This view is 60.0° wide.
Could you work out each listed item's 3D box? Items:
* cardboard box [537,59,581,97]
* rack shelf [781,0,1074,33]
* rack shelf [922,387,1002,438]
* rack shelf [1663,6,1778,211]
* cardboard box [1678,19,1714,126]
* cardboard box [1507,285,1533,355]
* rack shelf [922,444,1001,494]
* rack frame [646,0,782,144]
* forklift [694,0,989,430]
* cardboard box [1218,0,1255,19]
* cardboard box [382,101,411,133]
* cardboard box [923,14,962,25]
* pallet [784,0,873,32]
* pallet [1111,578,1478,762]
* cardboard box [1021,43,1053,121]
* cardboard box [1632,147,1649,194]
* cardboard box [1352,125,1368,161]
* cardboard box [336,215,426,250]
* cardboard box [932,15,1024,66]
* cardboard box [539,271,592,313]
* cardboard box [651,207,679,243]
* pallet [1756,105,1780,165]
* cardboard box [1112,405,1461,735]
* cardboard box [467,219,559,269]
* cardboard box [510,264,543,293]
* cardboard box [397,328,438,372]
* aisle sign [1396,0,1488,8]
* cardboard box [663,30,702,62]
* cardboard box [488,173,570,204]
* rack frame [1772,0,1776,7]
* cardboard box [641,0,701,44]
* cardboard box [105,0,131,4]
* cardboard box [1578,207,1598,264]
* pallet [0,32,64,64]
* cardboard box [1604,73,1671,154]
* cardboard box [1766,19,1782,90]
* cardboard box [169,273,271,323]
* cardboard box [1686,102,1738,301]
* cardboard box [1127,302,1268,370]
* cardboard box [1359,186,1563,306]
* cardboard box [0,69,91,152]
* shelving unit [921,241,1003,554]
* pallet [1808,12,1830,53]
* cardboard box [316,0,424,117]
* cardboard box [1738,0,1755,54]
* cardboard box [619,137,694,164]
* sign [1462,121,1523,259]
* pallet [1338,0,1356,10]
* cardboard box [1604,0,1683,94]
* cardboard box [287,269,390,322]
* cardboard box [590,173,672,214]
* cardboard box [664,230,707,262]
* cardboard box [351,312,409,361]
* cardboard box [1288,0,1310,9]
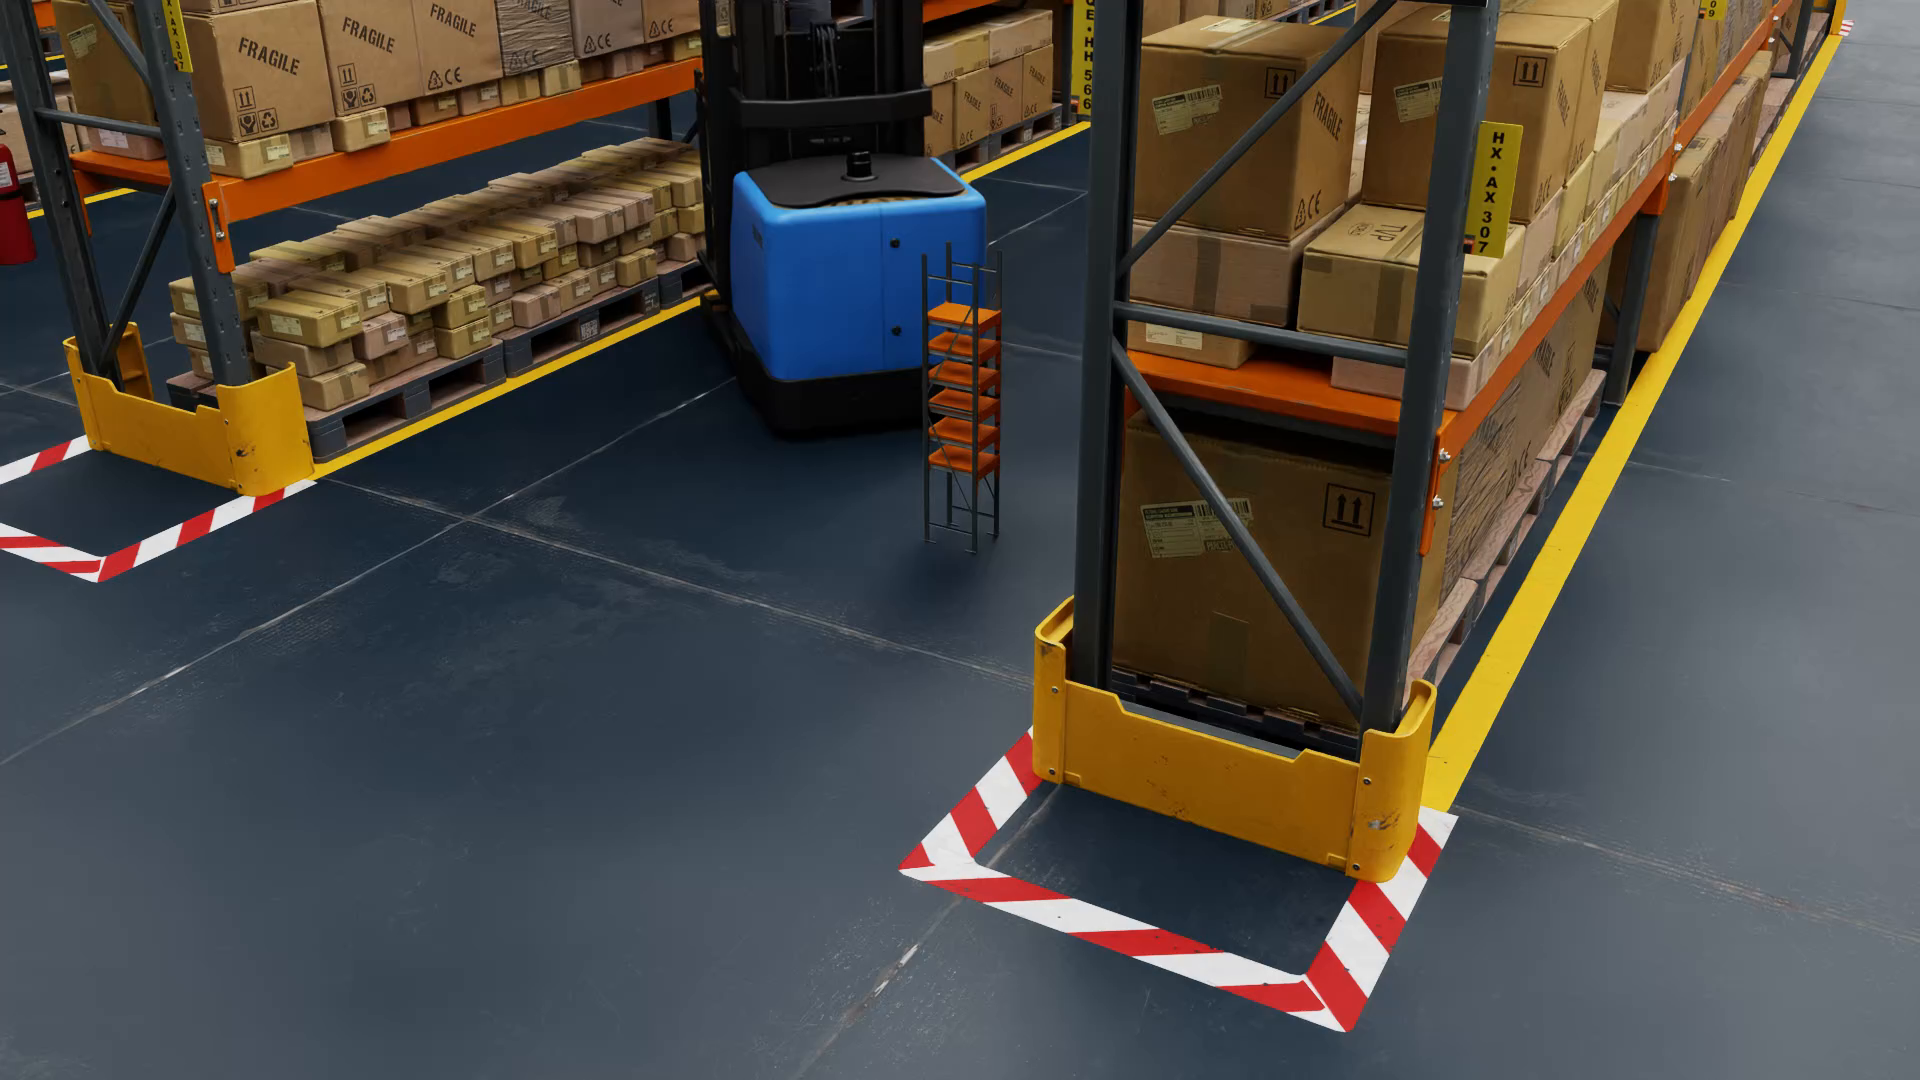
[{"bbox_3d":[-2.133,-2.339,8.352,0.380,0.149,0.250,15,30,27],"label":"cardboard box"},{"bbox_3d":[-0.506,-3.697,11.588,1.077,0.370,4.000,14,30,26],"label":"rack shelf"},{"bbox_3d":[0.007,-0.502,6.513,0.258,0.103,0.180,14,30,26],"label":"rack shelf"},{"bbox_3d":[3.763,-2.566,9.328,1.077,0.370,4.000,14,30,26],"label":"rack shelf"},{"bbox_3d":[3.223,-2.277,7.835,0.500,0.500,0.500,14,30,26],"label":"cardboard box"},{"bbox_3d":[1.523,-0.702,5.083,0.380,0.149,0.250,13,30,25],"label":"cardboard box"},{"bbox_3d":[0.007,-0.288,6.620,0.258,0.103,0.180,14,30,26],"label":"rack shelf"},{"bbox_3d":[-1.490,-3.239,9.870,1.000,3.000,0.127,14,30,26],"label":"rack frame"},{"bbox_3d":[-0.789,-2.451,8.372,1.130,2.935,3.031,-8,28,-15],"label":"forklift"},{"bbox_3d":[2.219,-5.277,15.985,1.050,0.750,0.750,14,30,26],"label":"cardboard box"},{"bbox_3d":[-2.737,-1.955,7.585,0.380,0.149,0.250,16,31,28],"label":"cardboard box"},{"bbox_3d":[-0.322,-3.791,12.457,0.500,0.250,0.500,14,30,25],"label":"cardboard box"},{"bbox_3d":[-0.987,-3.419,10.444,1.003,0.211,1.213,14,30,26],"label":"pallet"},{"bbox_3d":[1.136,0.369,5.777,1.003,0.211,1.213,14,30,26],"label":"pallet"},{"bbox_3d":[0.382,-3.554,12.823,0.500,0.500,0.500,14,30,26],"label":"cardboard box"},{"bbox_3d":[2.534,-1.504,6.684,0.380,0.149,0.250,15,30,27],"label":"cardboard box"},{"bbox_3d":[1.318,-1.258,5.748,0.500,0.250,0.500,13,29,24],"label":"cardboard box"},{"bbox_3d":[-2.961,-1.540,8.526,0.380,0.149,0.250,15,30,28],"label":"cardboard box"},{"bbox_3d":[0.131,-3.680,12.236,0.500,0.250,0.500,15,30,27],"label":"cardboard box"},{"bbox_3d":[-2.172,-1.333,8.778,0.380,0.149,0.250,14,30,26],"label":"cardboard box"},{"bbox_3d":[-1.816,-1.800,9.378,0.380,0.149,0.250,14,30,27],"label":"cardboard box"},{"bbox_3d":[5.733,-3.198,12.902,1.003,0.211,1.213,14,30,26],"label":"pallet"},{"bbox_3d":[1.056,-0.054,5.411,0.875,0.875,0.875,14,30,26],"label":"cardboard box"},{"bbox_3d":[-2.274,-1.506,8.459,0.380,0.149,0.250,15,30,27],"label":"cardboard box"},{"bbox_3d":[-2.383,-1.399,8.576,0.380,0.149,0.250,16,31,29],"label":"cardboard box"},{"bbox_3d":[-2.748,-0.946,8.004,0.380,0.149,0.250,15,30,27],"label":"cardboard box"},{"bbox_3d":[1.037,-1.617,3.726,0.394,0.787,0.004,14,30,26],"label":"aisle sign"},{"bbox_3d":[-1.642,-2.749,9.171,0.380,0.149,0.250,15,30,28],"label":"cardboard box"},{"bbox_3d":[-2.413,-1.938,9.322,0.380,0.149,0.250,15,30,27],"label":"cardboard box"},{"bbox_3d":[4.746,-3.667,10.724,1.000,3.000,0.127,14,30,26],"label":"rack frame"},{"bbox_3d":[-1.738,-2.964,8.877,0.500,0.500,0.500,13,30,25],"label":"cardboard box"},{"bbox_3d":[-3.449,-2.538,6.909,0.500,0.500,0.500,14,30,25],"label":"cardboard box"},{"bbox_3d":[2.028,-1.102,5.881,0.380,0.149,0.250,13,30,25],"label":"cardboard box"},{"bbox_3d":[-9.206,-4.937,16.377,1.003,0.211,1.213,14,30,26],"label":"pallet"},{"bbox_3d":[2.537,-1.742,6.714,0.500,0.250,0.500,15,30,28],"label":"cardboard box"},{"bbox_3d":[6.393,-4.070,13.830,0.700,0.500,0.500,12,29,22],"label":"cardboard box"},{"bbox_3d":[-3.418,-1.122,7.691,0.380,0.149,0.250,15,30,27],"label":"cardboard box"},{"bbox_3d":[3.515,-1.948,9.194,1.225,0.875,0.875,13,29,24],"label":"cardboard box"},{"bbox_3d":[0.699,-0.648,4.974,0.380,0.149,0.250,15,30,27],"label":"cardboard box"},{"bbox_3d":[1.532,-0.947,5.125,0.500,0.250,0.500,14,30,25],"label":"cardboard box"},{"bbox_3d":[-6.252,-3.111,12.007,0.875,0.438,0.875,14,30,25],"label":"cardboard box"},{"bbox_3d":[0.007,-0.542,6.493,0.258,1.200,0.189,14,30,26],"label":"shelving unit"},{"bbox_3d":[8.214,-5.199,16.900,1.003,0.211,1.213,14,30,26],"label":"pallet"},{"bbox_3d":[-2.755,-2.187,7.323,0.500,0.500,0.500,14,30,26],"label":"cardboard box"},{"bbox_3d":[4.216,-3.068,9.417,0.500,0.500,0.500,13,29,24],"label":"cardboard box"},{"bbox_3d":[-1.840,-2.330,10.104,0.380,0.149,0.250,16,31,28],"label":"cardboard box"},{"bbox_3d":[1.291,-0.847,4.035,0.100,0.325,0.005,14,30,26],"label":"sign"},{"bbox_3d":[4.088,-6.340,19.180,1.003,0.211,1.213,14,30,26],"label":"pallet"},{"bbox_3d":[2.535,-2.077,6.545,0.500,0.500,0.500,15,30,27],"label":"cardboard box"},{"bbox_3d":[-2.873,-1.123,7.693,0.380,0.149,0.250,15,30,27],"label":"cardboard box"},{"bbox_3d":[-1.841,-1.932,9.309,0.380,0.149,0.250,15,30,28],"label":"cardboard box"},{"bbox_3d":[-1.661,-1.724,9.560,0.380,0.149,0.250,13,29,24],"label":"cardboard box"},{"bbox_3d":[-2.793,-0.968,7.717,0.380,0.149,0.250,14,30,26],"label":"cardboard box"},{"bbox_3d":[3.256,-6.177,17.642,0.875,0.875,0.875,14,30,26],"label":"cardboard box"}]
